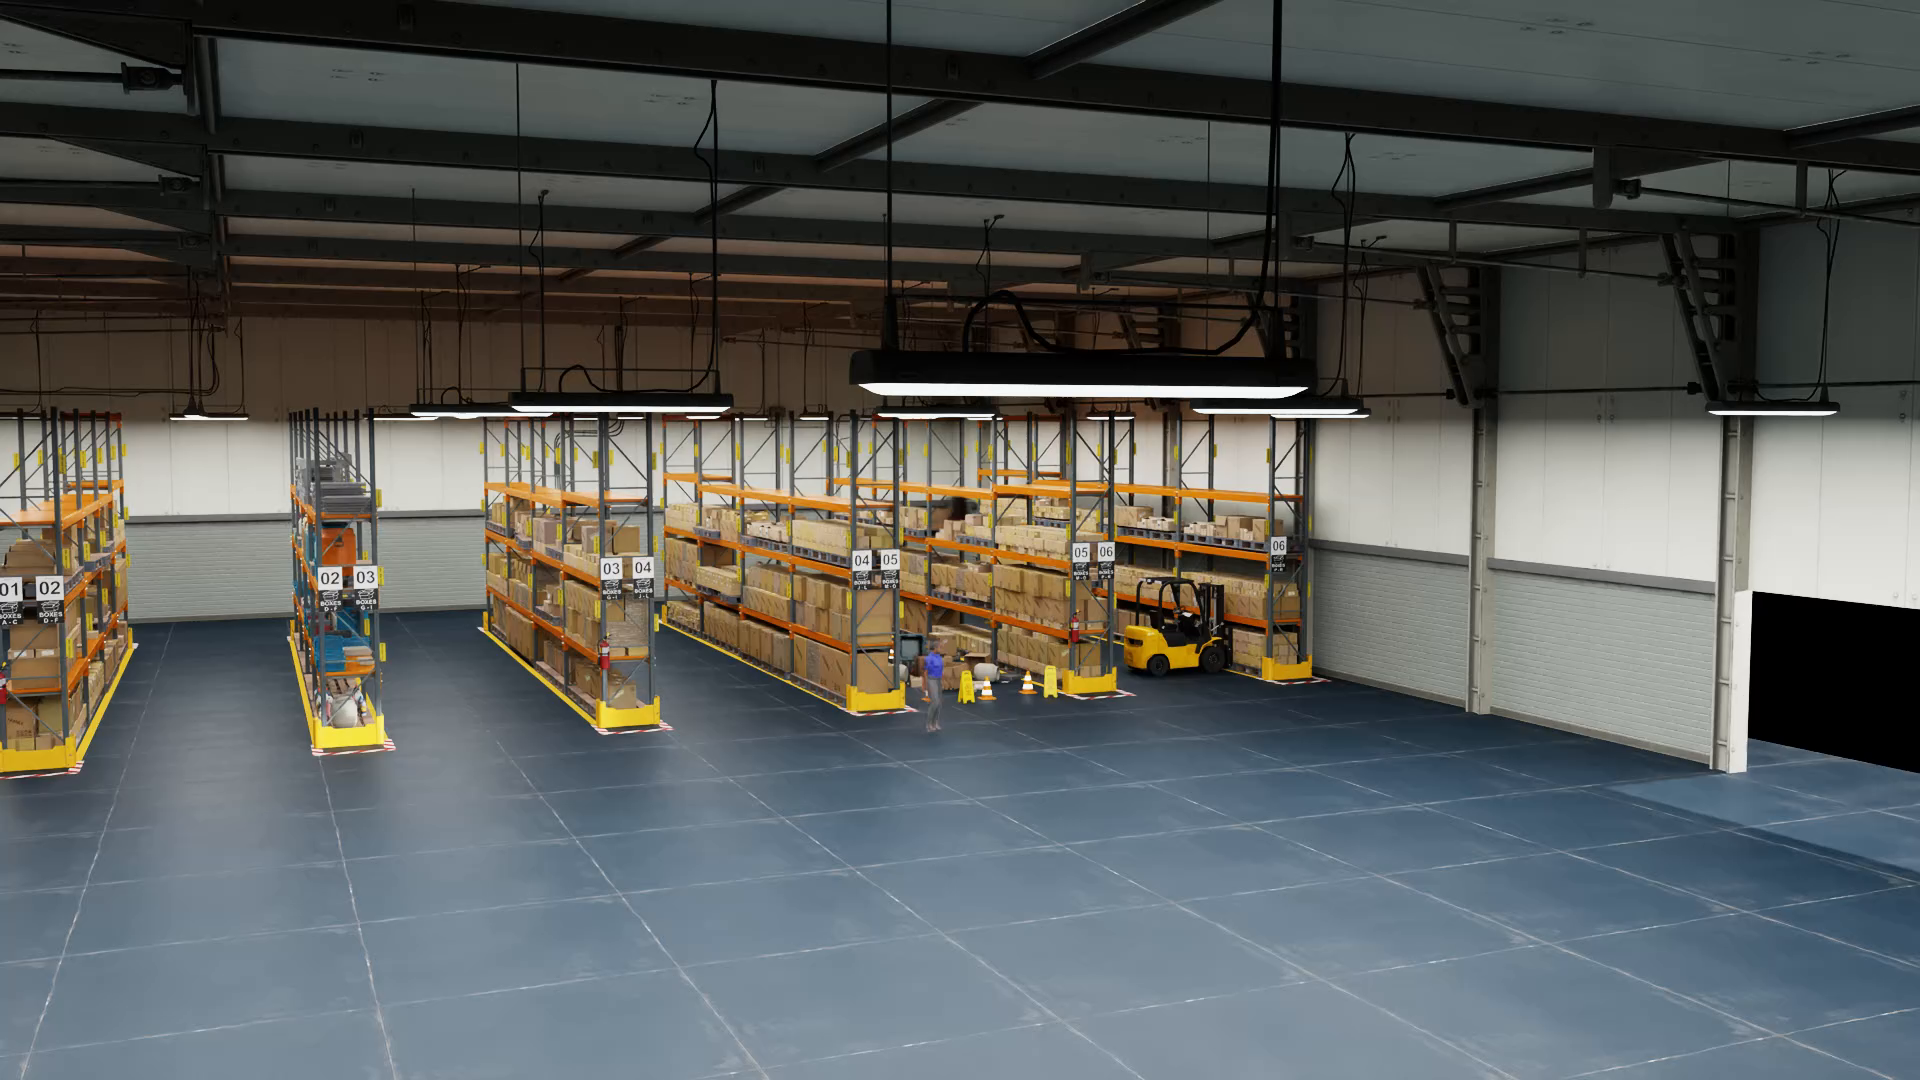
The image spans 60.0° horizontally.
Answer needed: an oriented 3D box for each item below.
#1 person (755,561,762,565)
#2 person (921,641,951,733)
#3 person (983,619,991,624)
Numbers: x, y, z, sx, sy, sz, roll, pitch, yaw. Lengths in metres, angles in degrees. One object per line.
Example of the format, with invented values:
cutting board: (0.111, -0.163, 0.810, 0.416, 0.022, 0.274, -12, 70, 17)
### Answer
person: (-5.972, 1.472, 49.022, 0.504, 1.709, 0.448, 2, 4, 22)
person: (-0.437, 2.743, 31.068, 0.434, 1.694, 0.540, 3, 5, 33)
person: (0.855, 1.506, 47.487, 0.370, 1.765, 0.605, -3, 5, -34)
